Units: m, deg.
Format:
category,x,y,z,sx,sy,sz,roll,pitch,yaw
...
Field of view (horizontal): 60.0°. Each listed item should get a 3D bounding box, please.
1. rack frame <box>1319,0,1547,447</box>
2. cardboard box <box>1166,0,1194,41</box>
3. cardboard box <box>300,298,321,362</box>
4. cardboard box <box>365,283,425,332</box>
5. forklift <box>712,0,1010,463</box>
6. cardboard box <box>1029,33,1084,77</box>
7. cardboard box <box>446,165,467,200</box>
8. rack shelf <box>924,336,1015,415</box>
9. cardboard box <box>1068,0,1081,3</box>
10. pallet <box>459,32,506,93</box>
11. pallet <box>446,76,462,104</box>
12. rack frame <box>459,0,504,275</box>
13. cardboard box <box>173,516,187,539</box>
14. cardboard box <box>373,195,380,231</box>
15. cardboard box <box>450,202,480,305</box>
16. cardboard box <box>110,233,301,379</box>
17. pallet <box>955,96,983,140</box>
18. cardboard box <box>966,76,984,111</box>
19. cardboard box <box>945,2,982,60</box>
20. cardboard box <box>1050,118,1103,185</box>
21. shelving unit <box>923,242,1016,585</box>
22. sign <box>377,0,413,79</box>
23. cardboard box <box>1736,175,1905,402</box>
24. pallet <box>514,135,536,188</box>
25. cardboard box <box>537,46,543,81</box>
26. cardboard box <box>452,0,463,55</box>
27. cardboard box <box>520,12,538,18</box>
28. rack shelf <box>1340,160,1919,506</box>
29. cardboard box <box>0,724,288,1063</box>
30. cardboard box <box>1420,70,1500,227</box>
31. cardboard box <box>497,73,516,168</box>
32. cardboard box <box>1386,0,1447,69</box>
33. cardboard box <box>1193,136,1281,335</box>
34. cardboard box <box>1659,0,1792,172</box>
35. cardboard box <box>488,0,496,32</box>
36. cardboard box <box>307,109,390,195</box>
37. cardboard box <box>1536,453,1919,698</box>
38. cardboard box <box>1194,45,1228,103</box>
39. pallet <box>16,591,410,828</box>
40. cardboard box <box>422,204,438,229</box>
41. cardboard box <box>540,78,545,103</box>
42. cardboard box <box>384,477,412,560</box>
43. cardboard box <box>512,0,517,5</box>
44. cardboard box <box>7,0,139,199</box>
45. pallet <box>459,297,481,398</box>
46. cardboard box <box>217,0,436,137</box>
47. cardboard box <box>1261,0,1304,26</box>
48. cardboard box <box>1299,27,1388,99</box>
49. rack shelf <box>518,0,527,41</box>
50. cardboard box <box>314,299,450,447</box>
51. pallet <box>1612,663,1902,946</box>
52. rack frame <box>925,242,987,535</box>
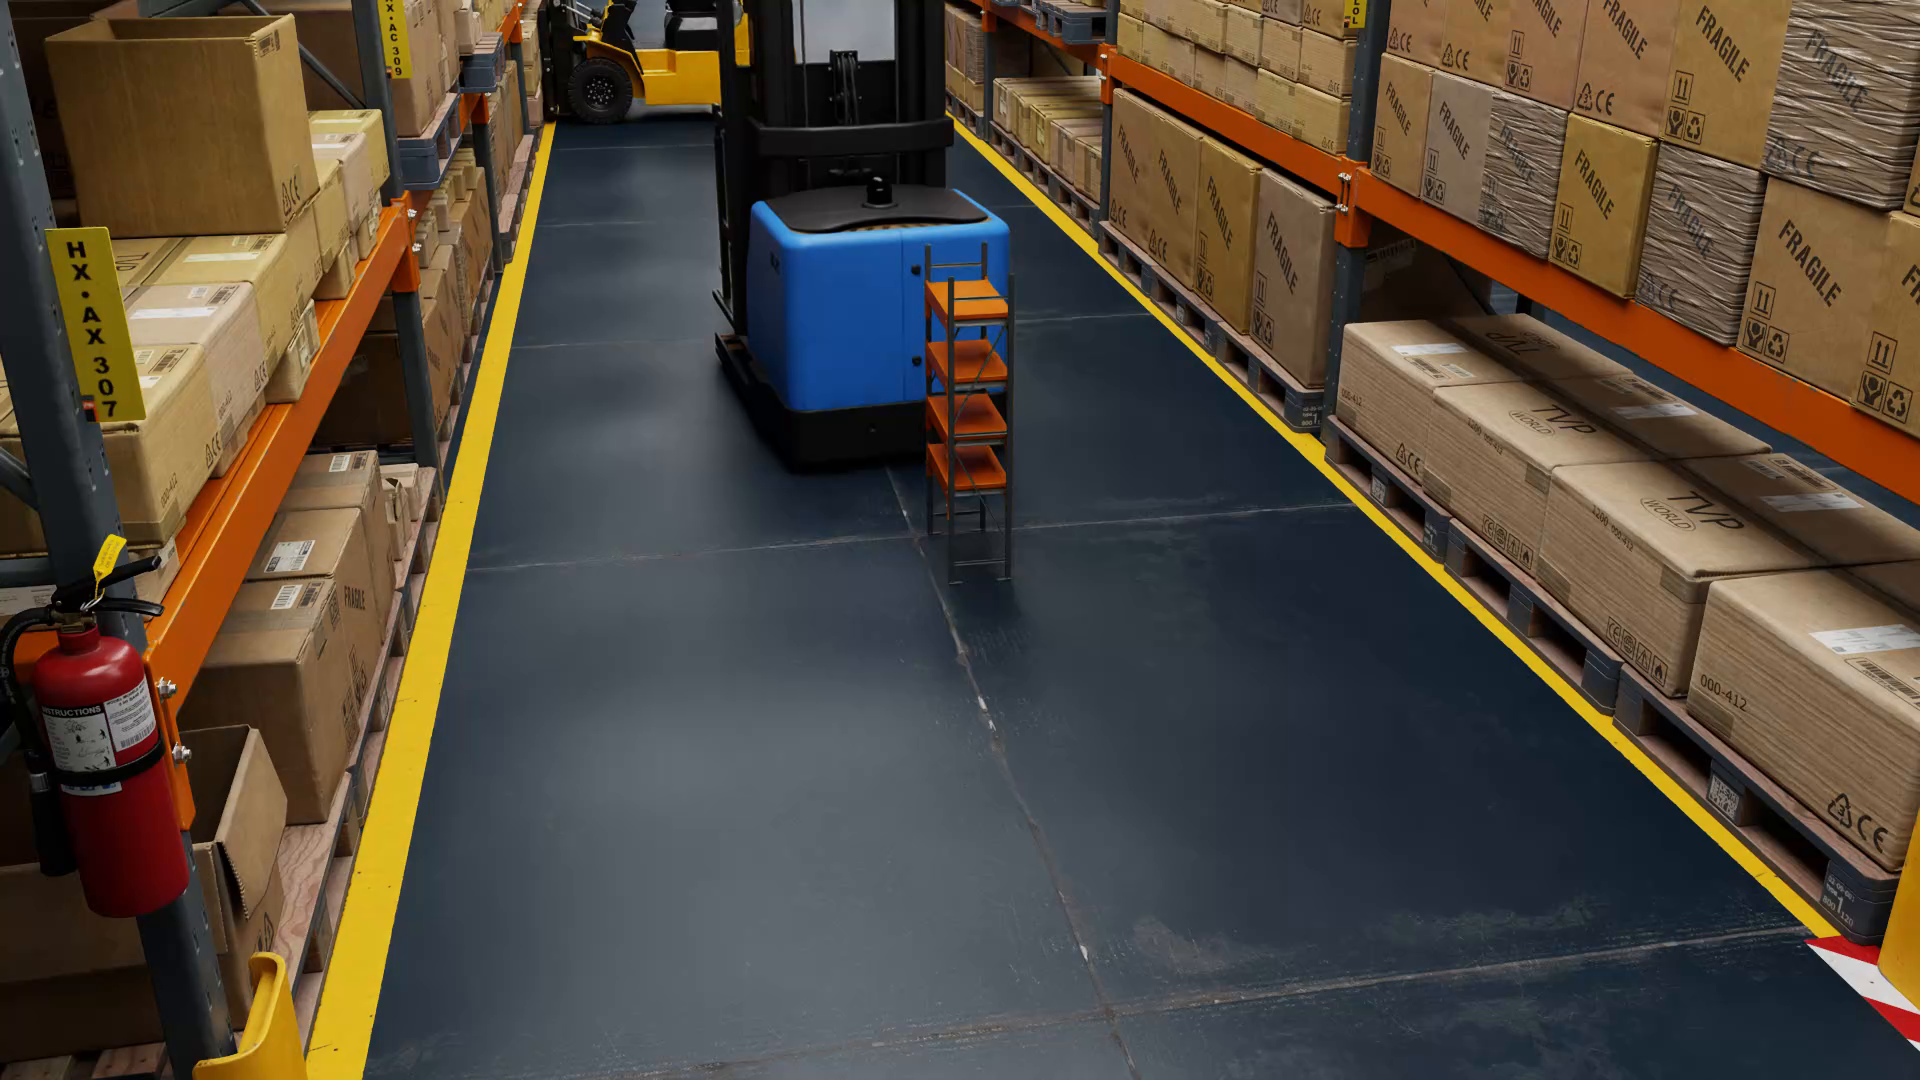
category,x,y,z,sx,sy,sz,roll,pitch,yaw
rack frame,2.191,-1.853,7.245,1.000,3.000,0.127,-4,24,-10
cardboard box,1.477,-2.969,9.362,0.500,0.250,0.500,-4,24,-10
cardboard box,-1.996,-0.558,4.593,0.380,0.149,0.250,-4,24,-9
cardboard box,-2.491,-0.989,7.055,0.380,0.149,0.250,-3,24,-7
forklift,-0.678,-2.247,8.233,1.130,2.935,3.031,-7,25,-15
cardboard box,0.868,-4.528,15.343,0.500,0.500,0.500,-3,24,-7
cardboard box,-3.000,-2.014,9.402,0.380,0.149,0.250,-5,24,-12
rack shelf,0.031,-0.628,6.298,0.258,0.148,0.480,-4,24,-10
cardboard box,0.948,-3.811,11.517,0.380,0.149,0.250,-5,24,-10
pallet,-3.232,-2.708,9.443,1.213,0.211,1.003,-4,24,-10
pallet,-3.062,-2.205,8.290,1.003,0.211,1.213,-4,24,-10
rack frame,-3.426,-3.057,10.003,1.000,3.000,0.127,-4,24,-10
cardboard box,-1.830,-0.042,3.412,0.380,0.149,0.250,-4,24,-8
cardboard box,-2.310,-1.161,5.975,0.380,0.149,0.250,-4,24,-8
cardboard box,-2.955,-1.551,9.151,0.500,0.500,0.500,-3,24,-7
cardboard box,-1.956,-0.574,4.133,0.500,0.250,0.500,-5,24,-11
pallet,0.553,-3.983,15.607,1.003,0.211,1.213,-4,24,-10
cardboard box,0.338,-4.145,15.403,0.500,0.250,0.500,-3,24,-7
cardboard box,0.040,-5.099,16.650,0.500,0.500,0.500,-4,24,-9
cardboard box,1.212,-2.927,12.463,0.950,0.372,0.625,-5,24,-11
shelving unit,0.031,-0.485,6.361,0.258,1.200,0.503,-4,24,-10
sign,-2.155,-1.924,6.326,0.100,0.325,0.005,-4,24,-10
cardboard box,2.503,-0.694,4.466,0.500,0.500,0.500,-5,24,-11
pallet,-3.991,-3.066,13.506,1.003,0.211,1.213,-4,24,-10
cardboard box,-4.128,-4.402,15.367,0.500,0.250,0.500,-5,24,-10
cardboard box,-2.942,-2.669,8.459,0.797,0.503,0.637,-5,24,-11
cardboard box,-4.224,-4.839,15.743,0.500,0.250,0.500,-5,24,-11
rack shelf,2.561,-0.737,5.588,1.077,0.370,4.000,-4,24,-10
cardboard box,-1.967,0.793,3.780,0.797,0.503,0.637,-5,24,-12
cardboard box,2.110,-1.497,6.304,0.500,0.500,0.500,-4,24,-9
cardboard box,-3.922,-3.225,12.828,0.875,0.625,0.625,-5,24,-10
cardboard box,2.041,-2.152,6.555,0.500,0.500,0.500,-4,24,-9
cardboard box,1.823,-1.664,8.943,0.875,0.875,0.875,-4,24,-8
cardboard box,2.394,-1.354,4.728,0.500,0.500,0.500,-4,24,-10
cardboard box,-3.458,-3.582,11.390,0.500,0.250,0.500,-5,24,-11
cardboard box,-2.353,-1.369,5.953,0.500,0.250,0.500,-4,24,-8
cardboard box,2.533,0.091,5.471,0.875,0.438,0.875,-4,24,-8
cardboard box,1.593,-2.545,9.017,0.500,0.250,0.500,-4,24,-10
pallet,-2.331,0.545,5.239,1.003,0.211,1.213,-4,24,-10
cardboard box,-2.873,-1.602,8.458,0.380,0.149,0.250,-4,24,-10
cardboard box,-4.149,-4.177,15.478,0.500,0.250,0.500,-4,24,-9
cardboard box,-2.229,-0.086,6.090,0.396,0.266,0.258,-3,24,-8
cardboard box,-3.815,-4.383,13.226,0.500,0.250,0.500,-4,24,-9
cardboard box,-2.672,-1.290,4.834,0.500,0.500,0.500,-5,24,-11
pallet,-3.103,-1.004,8.786,1.003,0.211,1.213,-4,24,-10
cardboard box,-2.556,-1.929,6.770,0.700,0.500,0.500,-4,24,-8
cardboard box,1.759,-2.717,7.849,0.500,0.500,0.500,-4,24,-9
cardboard box,1.871,-2.169,7.531,0.500,0.250,0.500,-4,24,-10
rack shelf,-4.536,-5.088,15.550,1.077,0.370,4.000,-4,24,-10
cardboard box,-2.555,-0.738,7.290,0.500,0.500,0.500,-3,24,-7
pallet,2.706,0.690,4.907,1.003,0.211,1.213,-4,24,-10
rack frame,-0.014,-0.581,6.581,0.240,1.200,0.015,-4,24,-10
